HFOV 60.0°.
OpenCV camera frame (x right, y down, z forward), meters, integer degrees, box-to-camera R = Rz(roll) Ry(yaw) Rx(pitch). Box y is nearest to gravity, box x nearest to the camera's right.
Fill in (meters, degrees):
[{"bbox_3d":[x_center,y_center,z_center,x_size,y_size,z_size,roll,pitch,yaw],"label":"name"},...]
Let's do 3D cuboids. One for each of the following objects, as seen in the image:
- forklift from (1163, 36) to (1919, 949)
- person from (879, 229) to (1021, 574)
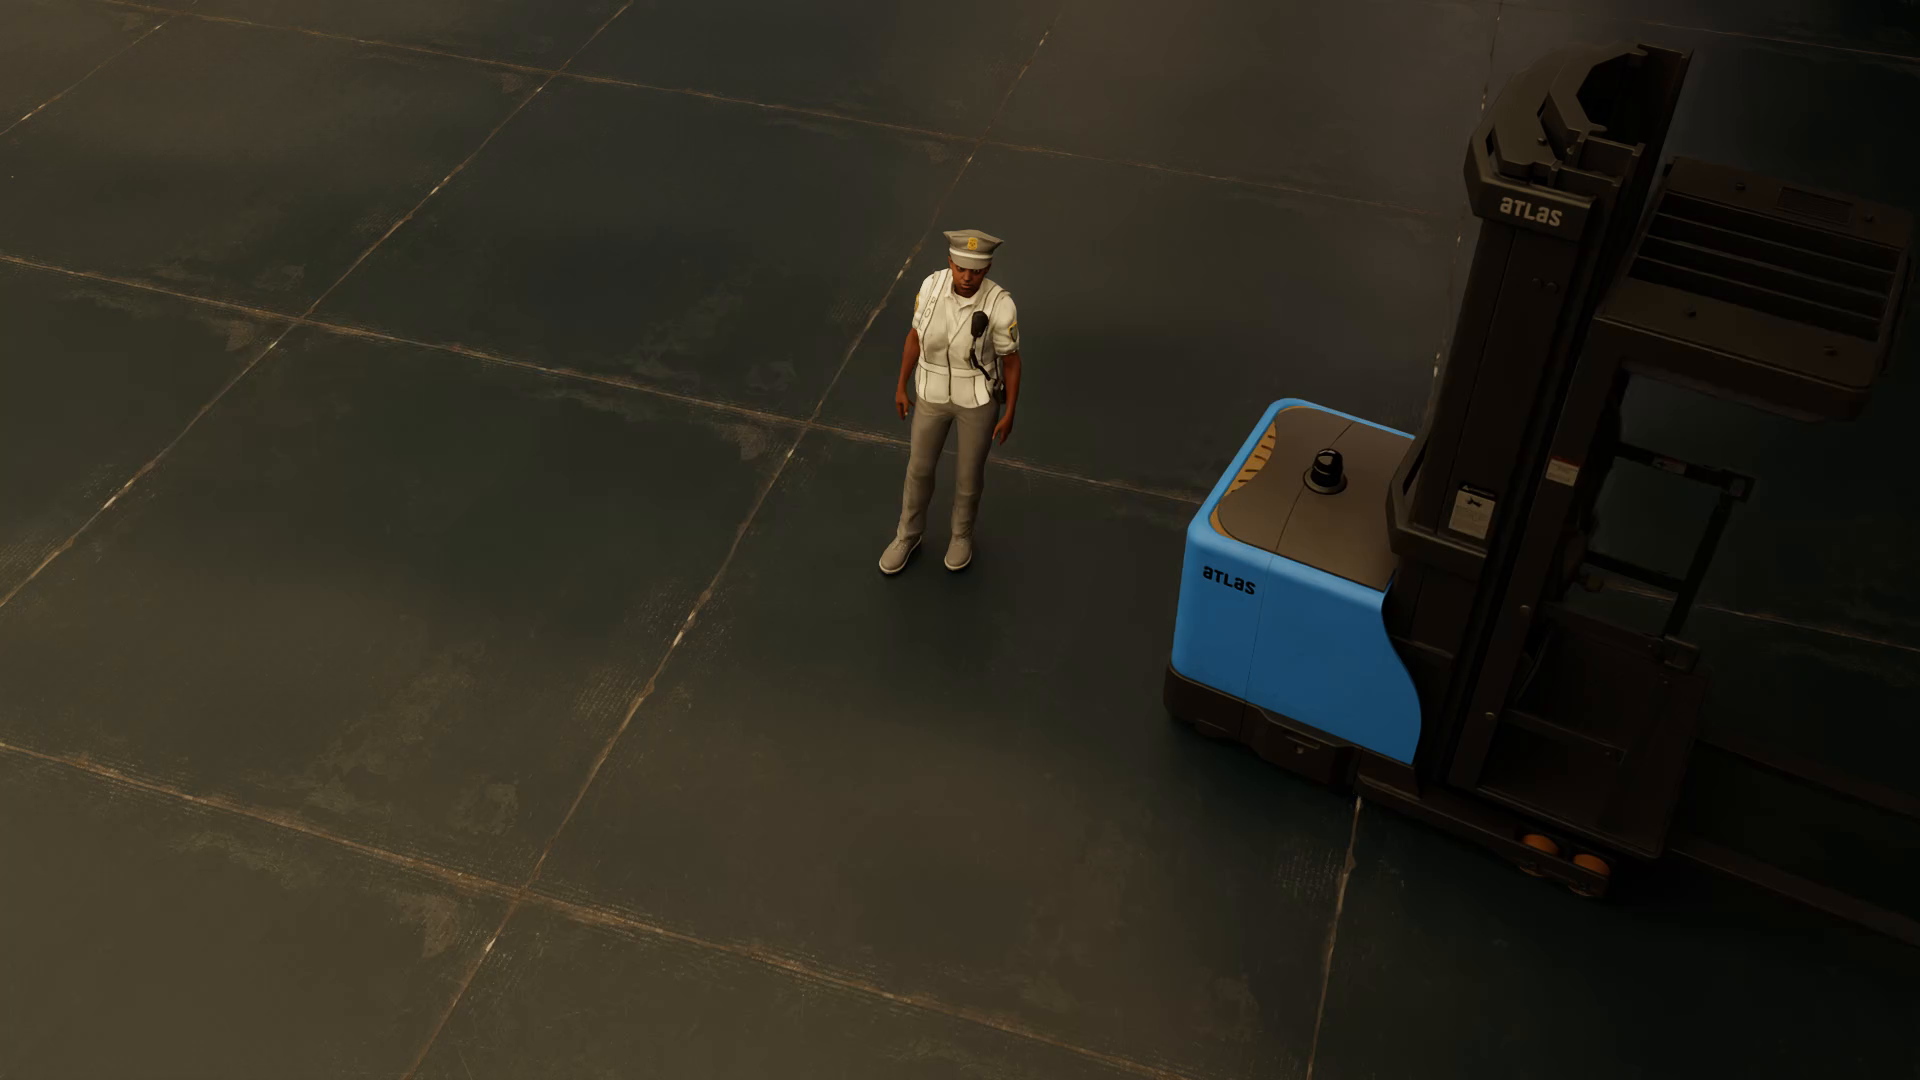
[{"bbox_3d":[2.395,-0.125,5.824,3.031,2.935,1.130,21,47,21],"label":"forklift"},{"bbox_3d":[-0.041,-0.581,7.211,0.570,1.695,0.530,12,44,13],"label":"person"}]
